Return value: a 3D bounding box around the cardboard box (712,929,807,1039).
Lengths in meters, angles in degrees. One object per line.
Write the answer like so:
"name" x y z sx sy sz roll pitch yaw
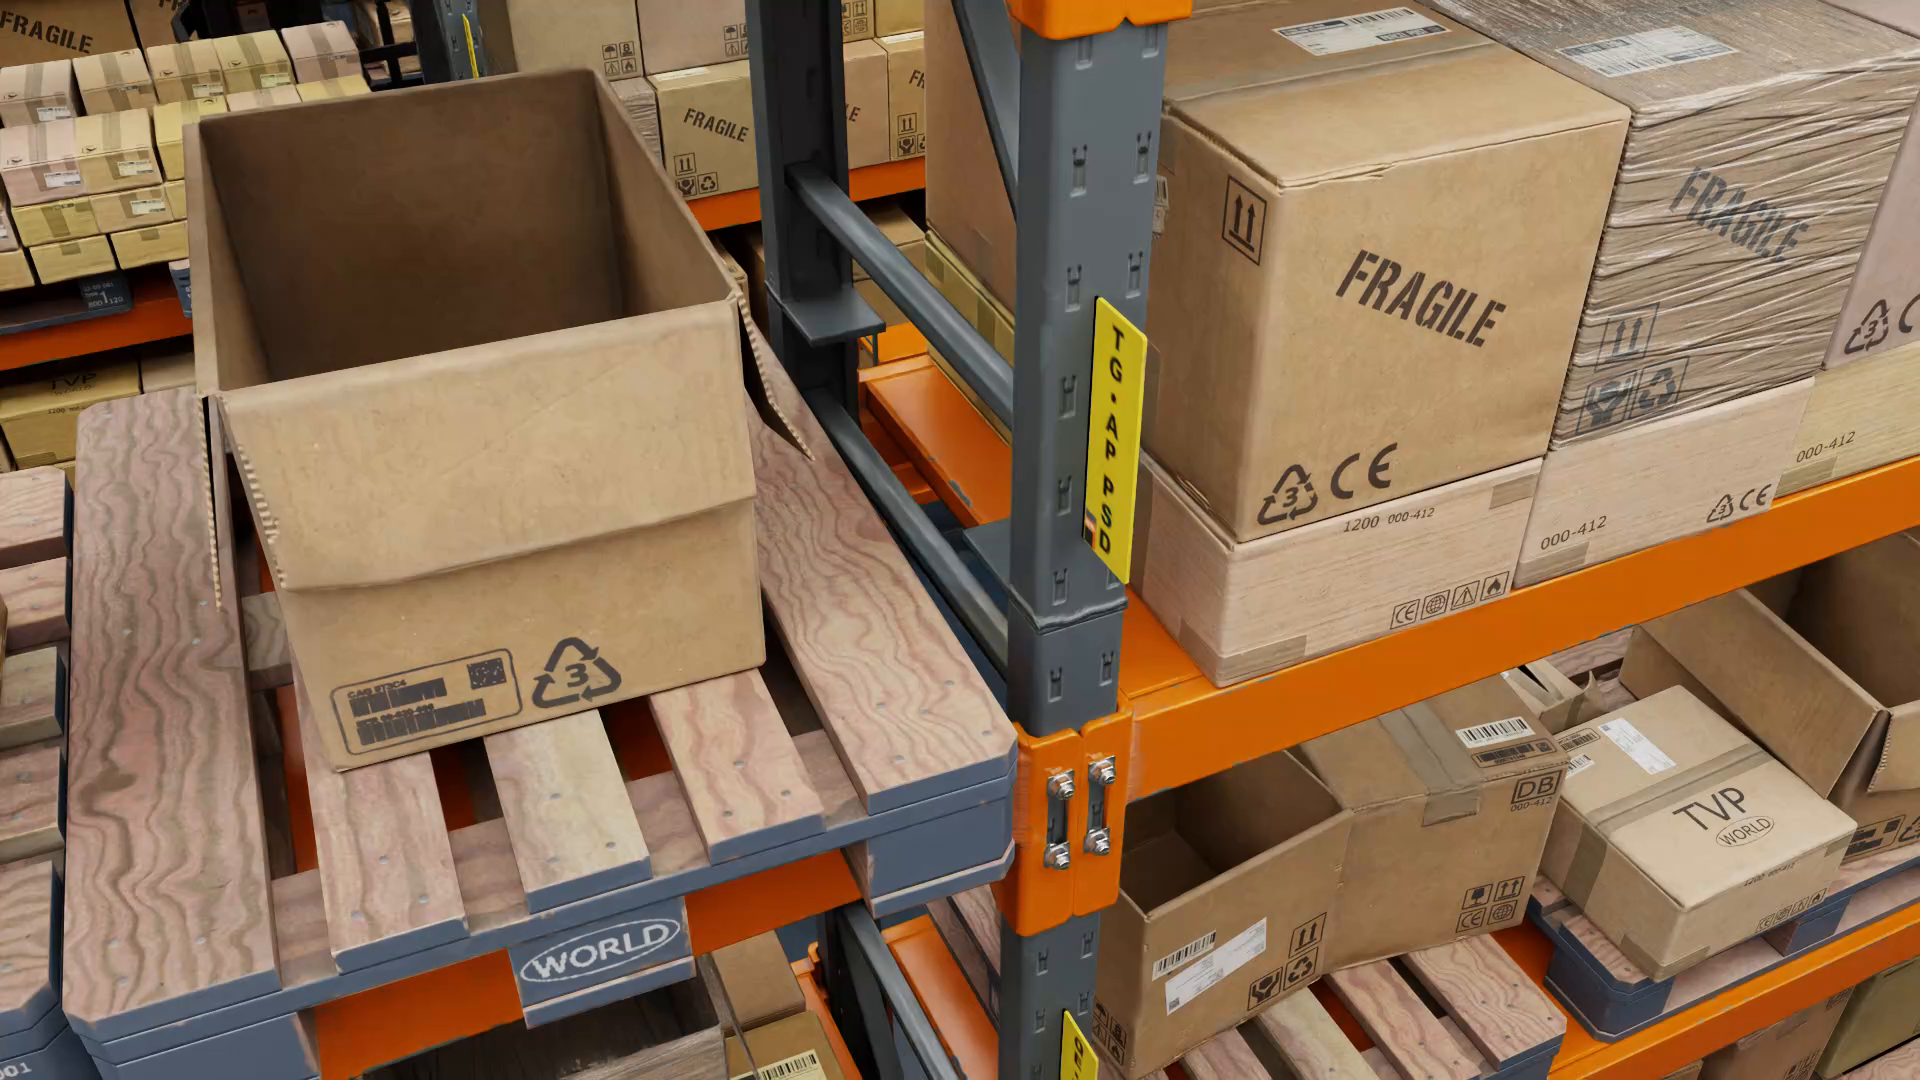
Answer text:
"cardboard box" -0.613 0.974 3.335 0.500 0.500 0.500 -14 39 -19

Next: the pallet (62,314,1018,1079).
"pallet" -0.618 0.100 2.237 1.003 0.211 1.213 -14 39 -18

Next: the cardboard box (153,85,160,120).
"cardboard box" -3.081 -1.697 6.628 0.250 0.149 0.380 -17 40 -21

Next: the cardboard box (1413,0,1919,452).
"cardboard box" 0.938 -0.515 2.405 0.500 0.500 0.500 -15 39 -20

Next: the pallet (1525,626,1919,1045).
"pallet" 1.717 0.592 4.096 1.213 0.211 1.003 -16 39 -20

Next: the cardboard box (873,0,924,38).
"cardboard box" -0.279 -2.602 7.317 0.500 0.500 0.700 -16 39 -20

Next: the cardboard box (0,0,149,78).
"cardboard box" -5.738 -3.268 10.570 0.875 0.875 0.875 -15 39 -19

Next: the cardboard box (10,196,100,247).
"cardboard box" -3.258 -1.218 5.983 0.250 0.149 0.380 -16 39 -20

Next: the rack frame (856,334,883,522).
"rack frame" -0.371 -0.378 6.753 0.015 1.200 0.240 -16 39 -20

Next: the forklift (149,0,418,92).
"forklift" -3.187 -2.821 8.593 3.031 2.935 1.130 -19 40 -23

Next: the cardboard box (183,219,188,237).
"cardboard box" -2.783 -1.230 6.249 0.250 0.149 0.380 -15 39 -19

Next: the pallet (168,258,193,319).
"pallet" -2.673 -1.348 6.710 1.003 0.211 1.213 -16 39 -20

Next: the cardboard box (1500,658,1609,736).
"cardboard box" 1.337 0.355 4.013 0.258 0.266 0.396 -17 40 -21

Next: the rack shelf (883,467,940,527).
"rack shelf" -0.150 -0.226 6.994 0.480 0.148 0.258 -16 39 -20

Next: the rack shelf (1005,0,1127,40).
"rack shelf" -1.868 -0.416 1.197 4.000 0.370 1.077 -16 39 -20

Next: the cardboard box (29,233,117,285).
"cardboard box" -3.253 -1.100 6.074 0.250 0.149 0.380 -17 40 -22

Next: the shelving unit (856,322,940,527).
"shelving unit" -0.150 -0.440 6.836 0.503 1.200 0.258 -16 39 -20

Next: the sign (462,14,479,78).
"sign" -1.834 -1.806 6.261 0.005 0.325 0.100 -16 39 -20

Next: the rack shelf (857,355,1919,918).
"rack shelf" 1.753 -0.384 3.336 4.000 0.370 1.077 -16 39 -20

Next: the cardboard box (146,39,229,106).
"cardboard box" -3.040 -1.828 6.555 0.250 0.149 0.380 -16 39 -20

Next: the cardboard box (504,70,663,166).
"cardboard box" -1.552 -1.671 6.901 0.500 0.500 0.500 -15 39 -19

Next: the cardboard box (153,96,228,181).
"cardboard box" -2.788 -1.469 6.072 0.250 0.149 0.380 -14 39 -19

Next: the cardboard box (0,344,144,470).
"cardboard box" -3.500 -0.560 6.604 0.500 0.250 0.500 -15 39 -19

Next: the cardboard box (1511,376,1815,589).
"cardboard box" 0.941 -0.218 2.634 0.500 0.250 0.500 -15 39 -19

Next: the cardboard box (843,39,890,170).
"cardboard box" -0.636 -1.929 7.248 0.500 0.500 0.500 -16 39 -20

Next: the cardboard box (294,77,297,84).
"cardboard box" -2.596 -1.836 6.816 0.250 0.149 0.380 -14 39 -18

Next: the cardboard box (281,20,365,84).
"cardboard box" -2.578 -1.956 6.728 0.250 0.149 0.380 -16 39 -20

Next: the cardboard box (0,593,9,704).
"cardboard box" -1.323 0.083 1.665 0.500 0.500 0.500 -14 39 -18

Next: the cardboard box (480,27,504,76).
"cardboard box" -1.780 -1.962 7.293 0.500 0.500 0.500 -16 39 -20

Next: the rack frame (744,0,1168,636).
"rack frame" -0.057 -1.372 1.546 0.127 3.000 1.000 -16 39 -20

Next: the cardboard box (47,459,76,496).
"cardboard box" -3.501 -0.248 6.812 0.500 0.500 0.500 -17 40 -22

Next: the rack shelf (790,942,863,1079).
"rack shelf" -1.868 1.833 2.865 4.000 0.370 1.077 -16 39 -20

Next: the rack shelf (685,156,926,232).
"rack shelf" -0.263 -1.880 7.871 4.000 0.370 1.077 -16 39 -20

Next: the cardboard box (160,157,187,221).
"cardboard box" -2.805 -1.343 6.151 0.250 0.149 0.380 -15 39 -19

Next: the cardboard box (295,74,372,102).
"cardboard box" -2.322 -1.598 6.246 0.250 0.149 0.380 -17 40 -22

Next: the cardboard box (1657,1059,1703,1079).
"cardboard box" 1.548 1.390 4.587 0.500 0.500 0.700 -12 38 -16

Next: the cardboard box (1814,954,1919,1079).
"cardboard box" 2.559 1.107 4.969 0.500 0.500 0.700 -16 39 -20

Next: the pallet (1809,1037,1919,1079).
"pallet" 2.859 1.343 5.262 1.213 0.211 1.003 -16 39 -20

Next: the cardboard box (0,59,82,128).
"cardboard box" -3.524 -1.692 6.372 0.250 0.149 0.380 -14 39 -18

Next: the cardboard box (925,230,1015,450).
"cardboard box" 0.269 -0.359 2.825 0.500 0.250 0.500 -16 39 -20

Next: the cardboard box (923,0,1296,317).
"cardboard box" 0.268 -0.664 2.605 0.500 0.500 0.500 -15 39 -19

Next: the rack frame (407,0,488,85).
"rack frame" -2.073 -1.663 6.974 0.127 3.000 1.000 -16 39 -20

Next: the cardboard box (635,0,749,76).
"cardboard box" -1.205 -2.341 6.966 0.500 0.500 0.700 -16 40 -21

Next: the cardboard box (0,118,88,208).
"cardboard box" -3.249 -1.342 5.900 0.250 0.149 0.380 -16 39 -20

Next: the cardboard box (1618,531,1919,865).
"cardboard box" 2.034 0.304 3.883 0.637 0.503 0.797 -12 38 -15

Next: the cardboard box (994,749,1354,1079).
"cardboard box" 0.414 0.671 3.392 0.500 0.500 0.500 -21 41 -25

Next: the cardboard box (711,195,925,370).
"cardboard box" -0.694 -1.257 7.962 0.750 0.750 1.050 -15 39 -19

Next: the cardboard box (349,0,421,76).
"cardboard box" -3.752 -3.557 11.382 0.625 0.372 0.950 -18 40 -23
